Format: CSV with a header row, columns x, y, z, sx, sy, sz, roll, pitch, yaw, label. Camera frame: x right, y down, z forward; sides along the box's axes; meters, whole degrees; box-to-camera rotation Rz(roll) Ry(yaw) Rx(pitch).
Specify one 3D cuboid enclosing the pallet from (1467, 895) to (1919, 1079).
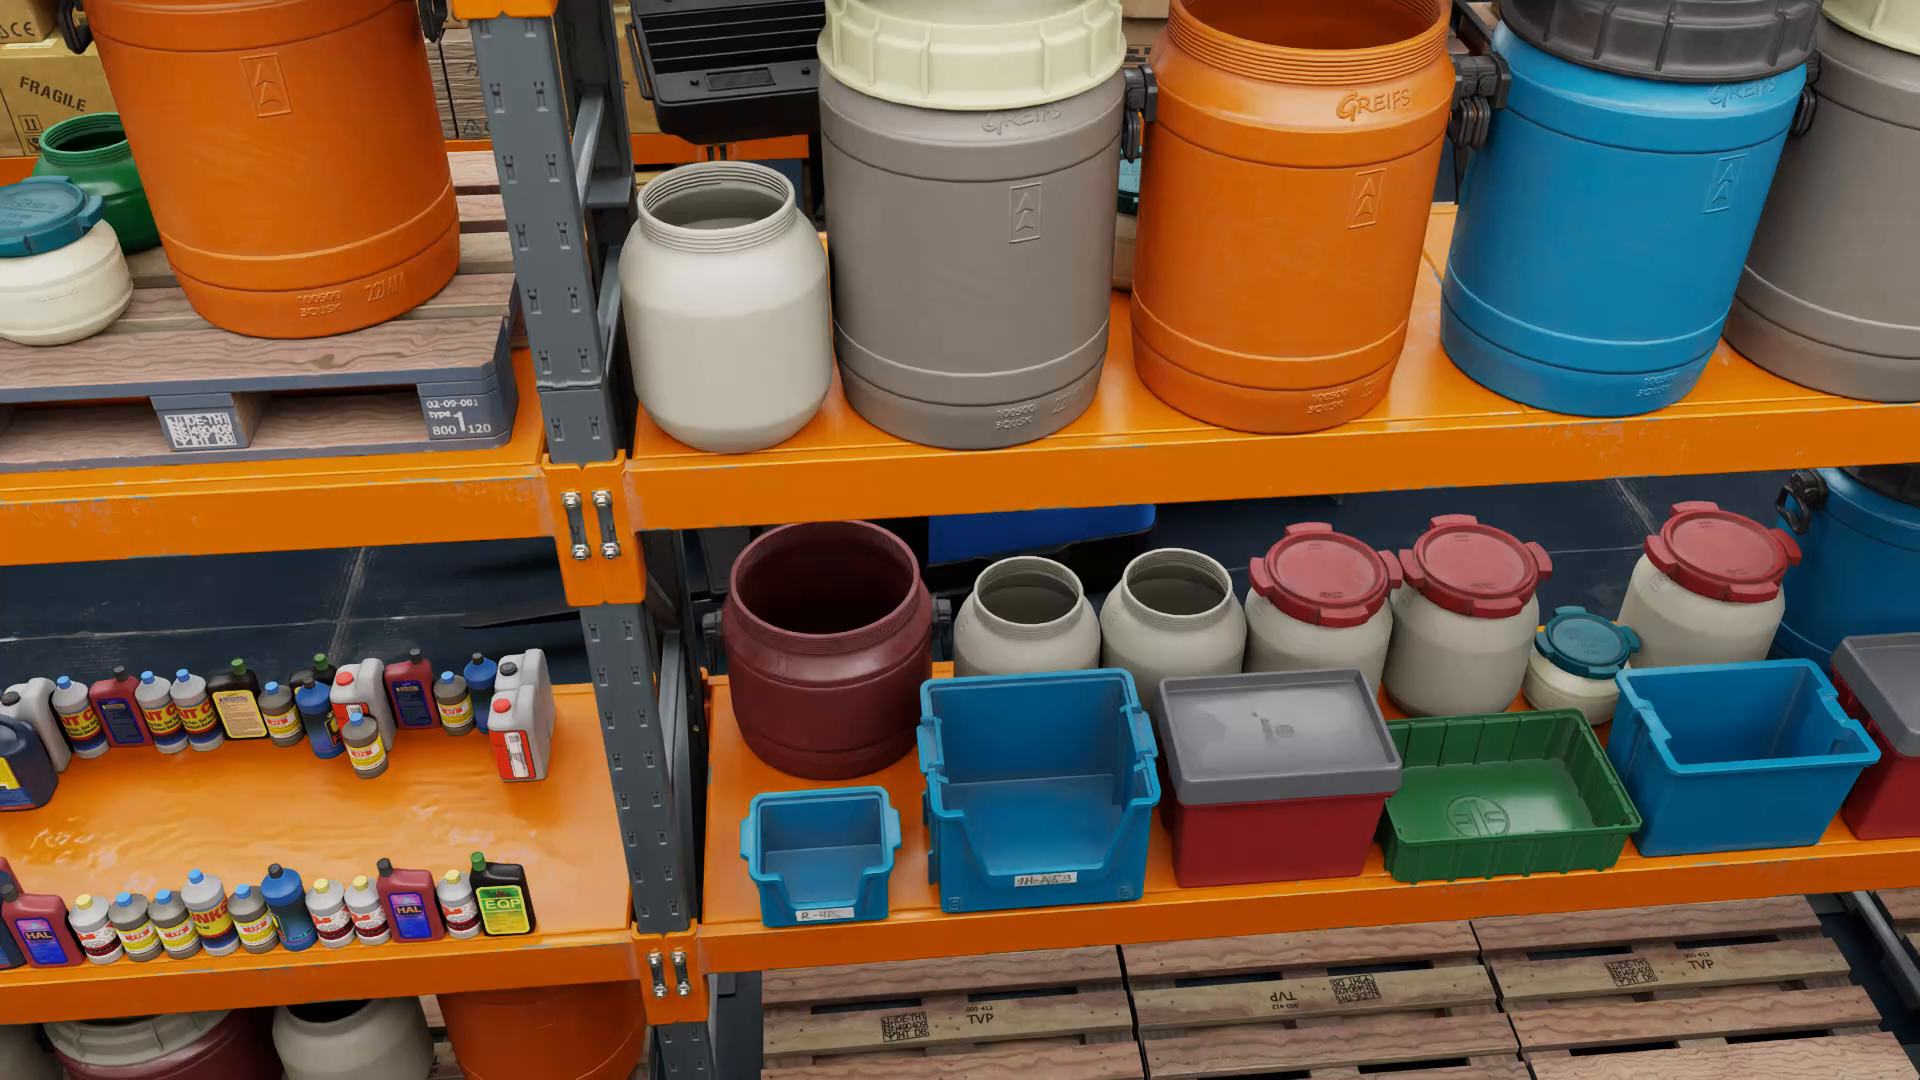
x,y,z,sx,sy,sz,roll,pitch,yaw,label
2.391,1.517,5.657,1.213,0.211,1.003,-3,38,-4,pallet

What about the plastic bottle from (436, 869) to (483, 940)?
x,y,z,sx,sy,sz,roll,pitch,yaw,label
-1.296,0.933,4.306,0.097,0.201,0.097,0,38,0,plastic bottle

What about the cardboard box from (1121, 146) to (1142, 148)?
x,y,z,sx,sy,sz,roll,pitch,yaw,label
1.083,-1.826,9.306,0.500,0.500,0.700,-6,39,-8,cardboard box

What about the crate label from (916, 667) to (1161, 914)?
x,y,z,sx,sy,sz,roll,pitch,yaw,label
0.199,0.673,4.447,0.616,0.435,0.502,-3,38,-4,crate label

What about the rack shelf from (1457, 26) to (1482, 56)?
x,y,z,sx,sy,sz,roll,pitch,yaw,label
4.723,-2.528,9.113,4.000,0.370,1.077,-3,38,-4,rack shelf

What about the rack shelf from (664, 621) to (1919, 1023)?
x,y,z,sx,sy,sz,roll,pitch,yaw,label
1.178,0.747,4.962,4.000,0.370,1.077,-3,38,-4,rack shelf

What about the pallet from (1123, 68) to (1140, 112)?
x,y,z,sx,sy,sz,roll,pitch,yaw,label
0.715,-2.540,8.702,1.213,0.211,1.003,-3,38,-4,pallet

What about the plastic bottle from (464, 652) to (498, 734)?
x,y,z,sx,sy,sz,roll,pitch,yaw,label
-1.392,0.439,4.876,0.097,0.271,0.097,0,38,0,plastic bottle

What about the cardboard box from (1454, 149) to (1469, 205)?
x,y,z,sx,sy,sz,roll,pitch,yaw,label
3.133,-1.882,9.392,0.500,0.500,0.500,-4,38,-5,cardboard box

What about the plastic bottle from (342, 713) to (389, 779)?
x,y,z,sx,sy,sz,roll,pitch,yaw,label
-1.706,0.578,4.756,0.097,0.201,0.097,0,38,0,plastic bottle

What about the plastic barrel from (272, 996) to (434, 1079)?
x,y,z,sx,sy,sz,roll,pitch,yaw,label
-1.855,1.510,5.084,0.421,0.512,0.421,0,38,0,plastic barrel

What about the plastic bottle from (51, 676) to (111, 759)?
x,y,z,sx,sy,sz,roll,pitch,yaw,label
-2.543,0.502,4.796,0.097,0.271,0.097,0,38,0,plastic bottle

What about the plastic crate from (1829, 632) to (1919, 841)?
x,y,z,sx,sy,sz,roll,pitch,yaw,label
2.714,0.545,4.586,0.583,0.464,0.402,-3,38,-4,plastic crate

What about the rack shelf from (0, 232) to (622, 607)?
x,y,z,sx,sy,sz,roll,pitch,yaw,label
-2.807,-0.211,3.755,4.000,0.370,1.077,-3,38,-4,rack shelf

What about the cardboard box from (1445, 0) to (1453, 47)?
x,y,z,sx,sy,sz,roll,pitch,yaw,label
1.927,-3.144,8.490,1.000,1.000,1.000,-3,38,-4,cardboard box

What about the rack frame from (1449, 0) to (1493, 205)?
x,y,z,sx,sy,sz,roll,pitch,yaw,label
2.731,-2.701,8.751,0.127,3.000,1.000,-3,38,-4,rack frame

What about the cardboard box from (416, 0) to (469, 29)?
x,y,z,sx,sy,sz,roll,pitch,yaw,label
-2.632,-2.850,8.050,0.637,0.503,0.797,-2,38,-3,cardboard box

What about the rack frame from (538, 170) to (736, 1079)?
x,y,z,sx,sy,sz,roll,pitch,yaw,label
-0.815,0.575,4.600,0.127,3.000,1.000,-3,38,-4,rack frame

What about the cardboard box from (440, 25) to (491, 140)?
x,y,z,sx,sy,sz,roll,pitch,yaw,label
-2.220,-2.317,8.184,0.500,0.500,0.500,-3,38,-4,cardboard box

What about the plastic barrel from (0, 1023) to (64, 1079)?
x,y,z,sx,sy,sz,roll,pitch,yaw,label
-2.980,1.572,5.006,0.421,0.512,0.421,0,38,0,plastic barrel

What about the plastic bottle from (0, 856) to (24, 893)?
x,y,z,sx,sy,sz,roll,pitch,yaw,label
-2.515,0.890,4.295,0.133,0.283,0.061,-3,38,-4,plastic bottle

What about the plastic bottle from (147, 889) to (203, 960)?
x,y,z,sx,sy,sz,roll,pitch,yaw,label
-2.011,0.972,4.256,0.097,0.201,0.097,0,38,0,plastic bottle

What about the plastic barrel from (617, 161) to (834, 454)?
x,y,z,sx,sy,sz,roll,pitch,yaw,label
-0.478,-0.475,3.418,0.421,0.512,0.421,0,38,0,plastic barrel

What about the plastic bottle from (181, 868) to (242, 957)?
x,y,z,sx,sy,sz,roll,pitch,yaw,label
-1.914,0.940,4.241,0.097,0.271,0.097,0,38,0,plastic bottle

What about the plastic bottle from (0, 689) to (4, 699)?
x,y,z,sx,sy,sz,roll,pitch,yaw,label
-2.815,0.501,4.734,0.185,0.351,0.144,-3,38,-4,plastic bottle

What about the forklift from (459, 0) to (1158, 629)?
x,y,z,sx,sy,sz,roll,pitch,yaw,label
-0.698,-1.042,6.705,3.031,2.935,1.130,-9,39,-11,forklift

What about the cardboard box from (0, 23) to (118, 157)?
x,y,z,sx,sy,sz,roll,pitch,yaw,label
-4.257,-2.200,8.036,0.500,0.500,0.500,-3,38,-4,cardboard box

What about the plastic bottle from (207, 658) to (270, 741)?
x,y,z,sx,sy,sz,roll,pitch,yaw,label
-2.102,0.462,4.837,0.133,0.283,0.061,-3,38,-4,plastic bottle

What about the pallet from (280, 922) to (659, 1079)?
x,y,z,sx,sy,sz,roll,pitch,yaw,label
-1.596,1.738,5.377,1.213,0.211,1.003,-3,38,-4,pallet

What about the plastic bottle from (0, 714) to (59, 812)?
x,y,z,sx,sy,sz,roll,pitch,yaw,label
-2.668,0.587,4.624,0.185,0.351,0.144,-3,38,-4,plastic bottle

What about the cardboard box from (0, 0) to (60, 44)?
x,y,z,sx,sy,sz,roll,pitch,yaw,label
-4.602,-2.735,7.904,0.637,0.503,0.797,-4,38,-5,cardboard box

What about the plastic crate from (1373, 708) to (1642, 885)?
x,y,z,sx,sy,sz,roll,pitch,yaw,label
1.460,0.708,4.602,0.662,0.188,0.450,-3,38,-4,plastic crate

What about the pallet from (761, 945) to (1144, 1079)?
x,y,z,sx,sy,sz,roll,pitch,yaw,label
-0.040,1.651,5.488,1.213,0.211,1.003,-3,38,-4,pallet

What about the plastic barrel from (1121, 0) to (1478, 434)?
x,y,z,sx,sy,sz,roll,pitch,yaw,label
0.674,-0.719,3.471,0.708,0.830,0.600,-3,38,-4,plastic barrel

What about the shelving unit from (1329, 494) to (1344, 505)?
x,y,z,sx,sy,sz,roll,pitch,yaw,label
1.264,-0.830,7.591,1.048,1.500,0.538,-9,39,-11,shelving unit

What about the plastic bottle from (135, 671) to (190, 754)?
x,y,z,sx,sy,sz,roll,pitch,yaw,label
-2.313,0.490,4.812,0.097,0.271,0.097,0,38,0,plastic bottle

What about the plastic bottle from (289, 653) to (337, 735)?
x,y,z,sx,sy,sz,roll,pitch,yaw,label
-1.873,0.449,4.853,0.133,0.283,0.061,-3,38,-4,plastic bottle

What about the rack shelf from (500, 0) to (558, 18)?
x,y,z,sx,sy,sz,roll,pitch,yaw,label
1.178,-1.451,3.228,4.000,0.370,1.077,-3,38,-4,rack shelf

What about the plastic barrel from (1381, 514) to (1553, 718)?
x,y,z,sx,sy,sz,roll,pitch,yaw,label
1.467,0.259,4.890,0.433,0.535,0.433,0,38,0,plastic barrel

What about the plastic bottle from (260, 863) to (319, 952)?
x,y,z,sx,sy,sz,roll,pitch,yaw,label
-1.720,0.929,4.255,0.097,0.271,0.097,0,38,0,plastic bottle

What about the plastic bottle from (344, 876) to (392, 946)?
x,y,z,sx,sy,sz,roll,pitch,yaw,label
-1.526,0.946,4.290,0.097,0.201,0.097,0,38,0,plastic bottle

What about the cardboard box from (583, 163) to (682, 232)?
x,y,z,sx,sy,sz,roll,pitch,yaw,label
-1.943,-1.787,8.970,0.875,0.875,1.225,-5,39,-6,cardboard box

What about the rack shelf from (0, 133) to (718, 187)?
x,y,z,sx,sy,sz,roll,pitch,yaw,label
-3.245,-2.089,8.557,4.000,0.370,1.077,-3,38,-4,rack shelf

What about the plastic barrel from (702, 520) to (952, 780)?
x,y,z,sx,sy,sz,roll,pitch,yaw,label
-0.379,0.309,4.827,0.708,0.536,0.600,-3,38,-4,plastic barrel

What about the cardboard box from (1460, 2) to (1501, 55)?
x,y,z,sx,sy,sz,roll,pitch,yaw,label
2.919,-2.795,9.074,0.250,0.149,0.380,-3,38,-4,cardboard box

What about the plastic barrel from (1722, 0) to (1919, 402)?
x,y,z,sx,sy,sz,roll,pitch,yaw,label
2.031,-0.822,3.543,0.600,0.901,0.600,0,38,0,plastic barrel

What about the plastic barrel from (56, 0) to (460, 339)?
x,y,z,sx,sy,sz,roll,pitch,yaw,label
-1.380,-0.907,3.371,0.708,0.830,0.600,-3,38,-4,plastic barrel

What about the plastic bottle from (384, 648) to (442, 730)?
x,y,z,sx,sy,sz,roll,pitch,yaw,label
-1.606,0.435,4.872,0.133,0.283,0.061,-3,38,-4,plastic bottle

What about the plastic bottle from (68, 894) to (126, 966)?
x,y,z,sx,sy,sz,roll,pitch,yaw,label
-2.205,0.983,4.243,0.097,0.201,0.097,0,38,0,plastic bottle

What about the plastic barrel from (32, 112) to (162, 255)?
x,y,z,sx,sy,sz,roll,pitch,yaw,label
-1.890,-0.791,3.695,0.294,0.245,0.294,0,38,0,plastic barrel

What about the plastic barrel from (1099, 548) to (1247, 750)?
x,y,z,sx,sy,sz,roll,pitch,yaw,label
0.611,0.319,4.833,0.421,0.512,0.421,0,38,0,plastic barrel

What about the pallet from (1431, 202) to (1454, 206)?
x,y,z,sx,sy,sz,roll,pitch,yaw,label
3.397,-1.665,9.690,1.213,0.211,1.003,-3,38,-4,pallet

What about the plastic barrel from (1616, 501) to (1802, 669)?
x,y,z,sx,sy,sz,roll,pitch,yaw,label
2.197,0.219,4.941,0.433,0.535,0.433,0,38,0,plastic barrel
